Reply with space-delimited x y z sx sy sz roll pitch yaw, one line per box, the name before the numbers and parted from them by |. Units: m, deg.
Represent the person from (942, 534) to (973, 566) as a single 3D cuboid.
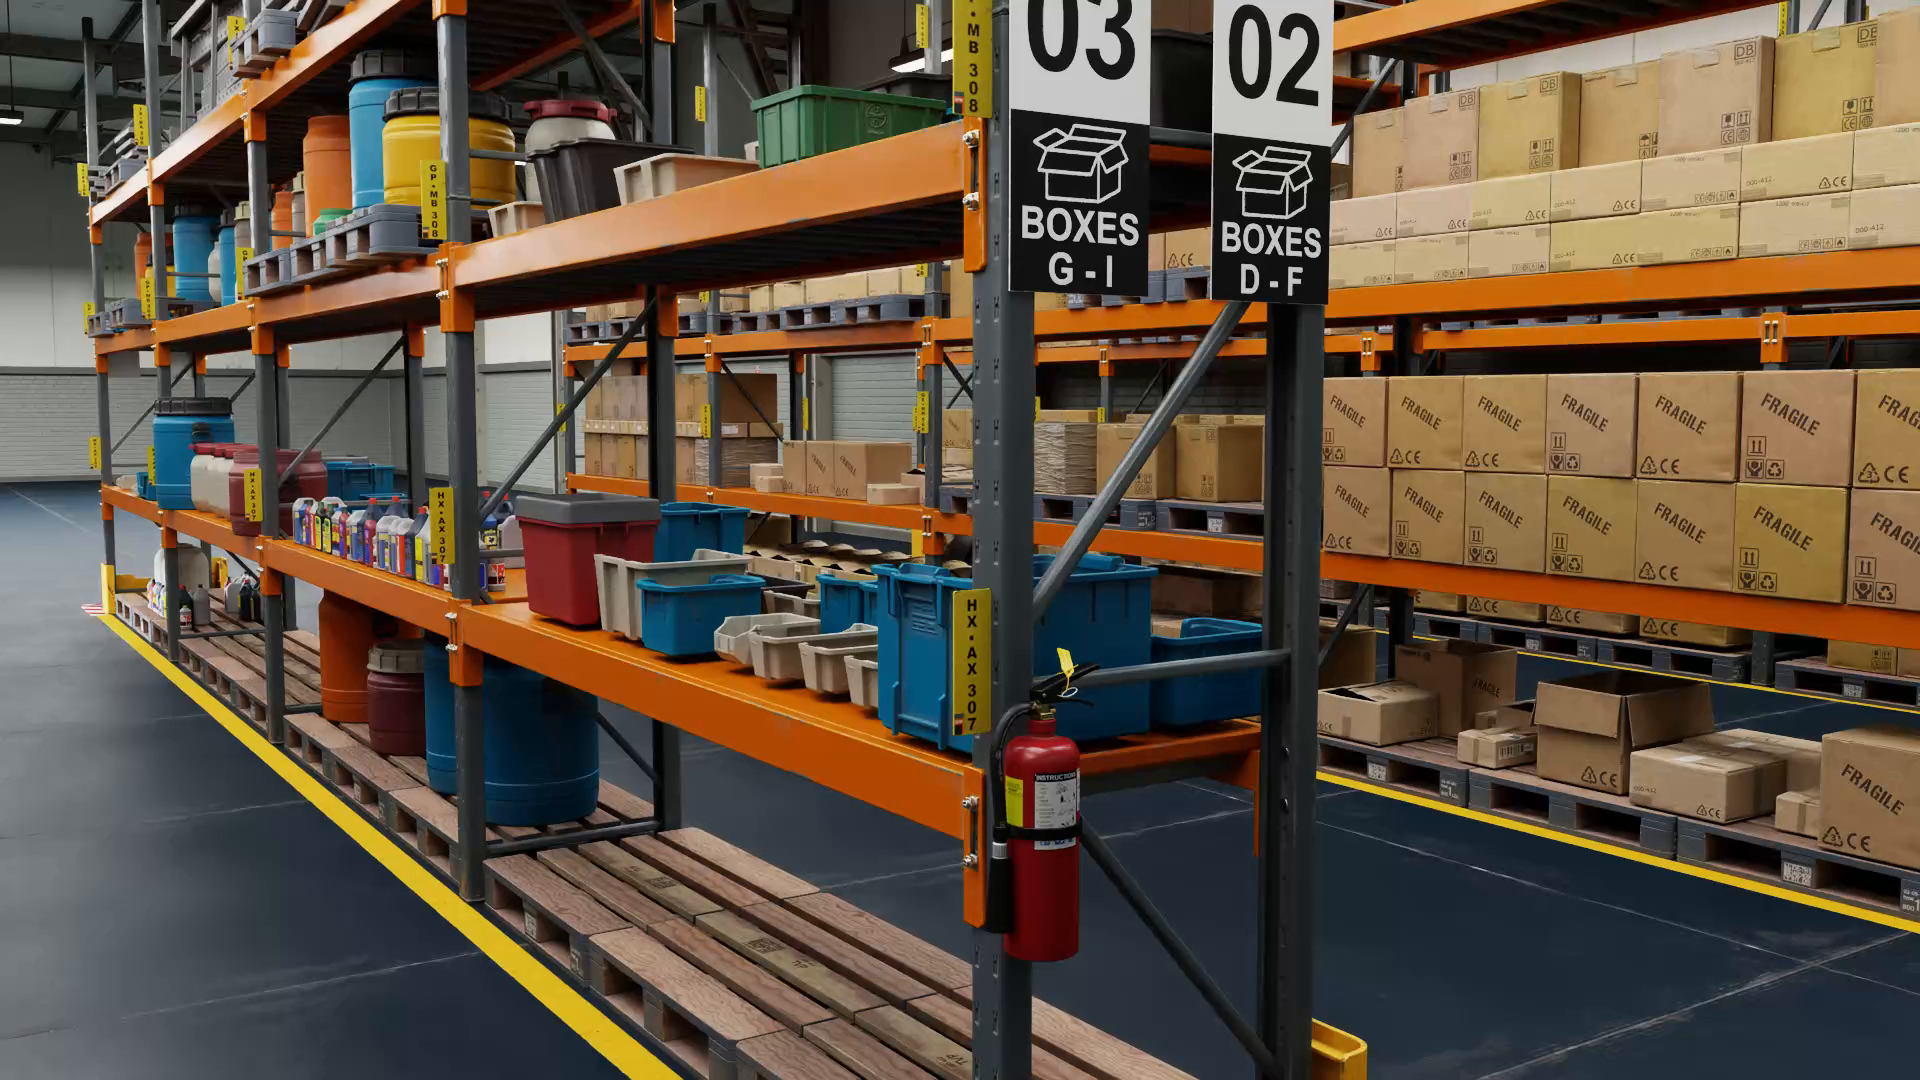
person | -0.025 0.024 17.493 0.495 1.390 0.616 -3 6 -33
